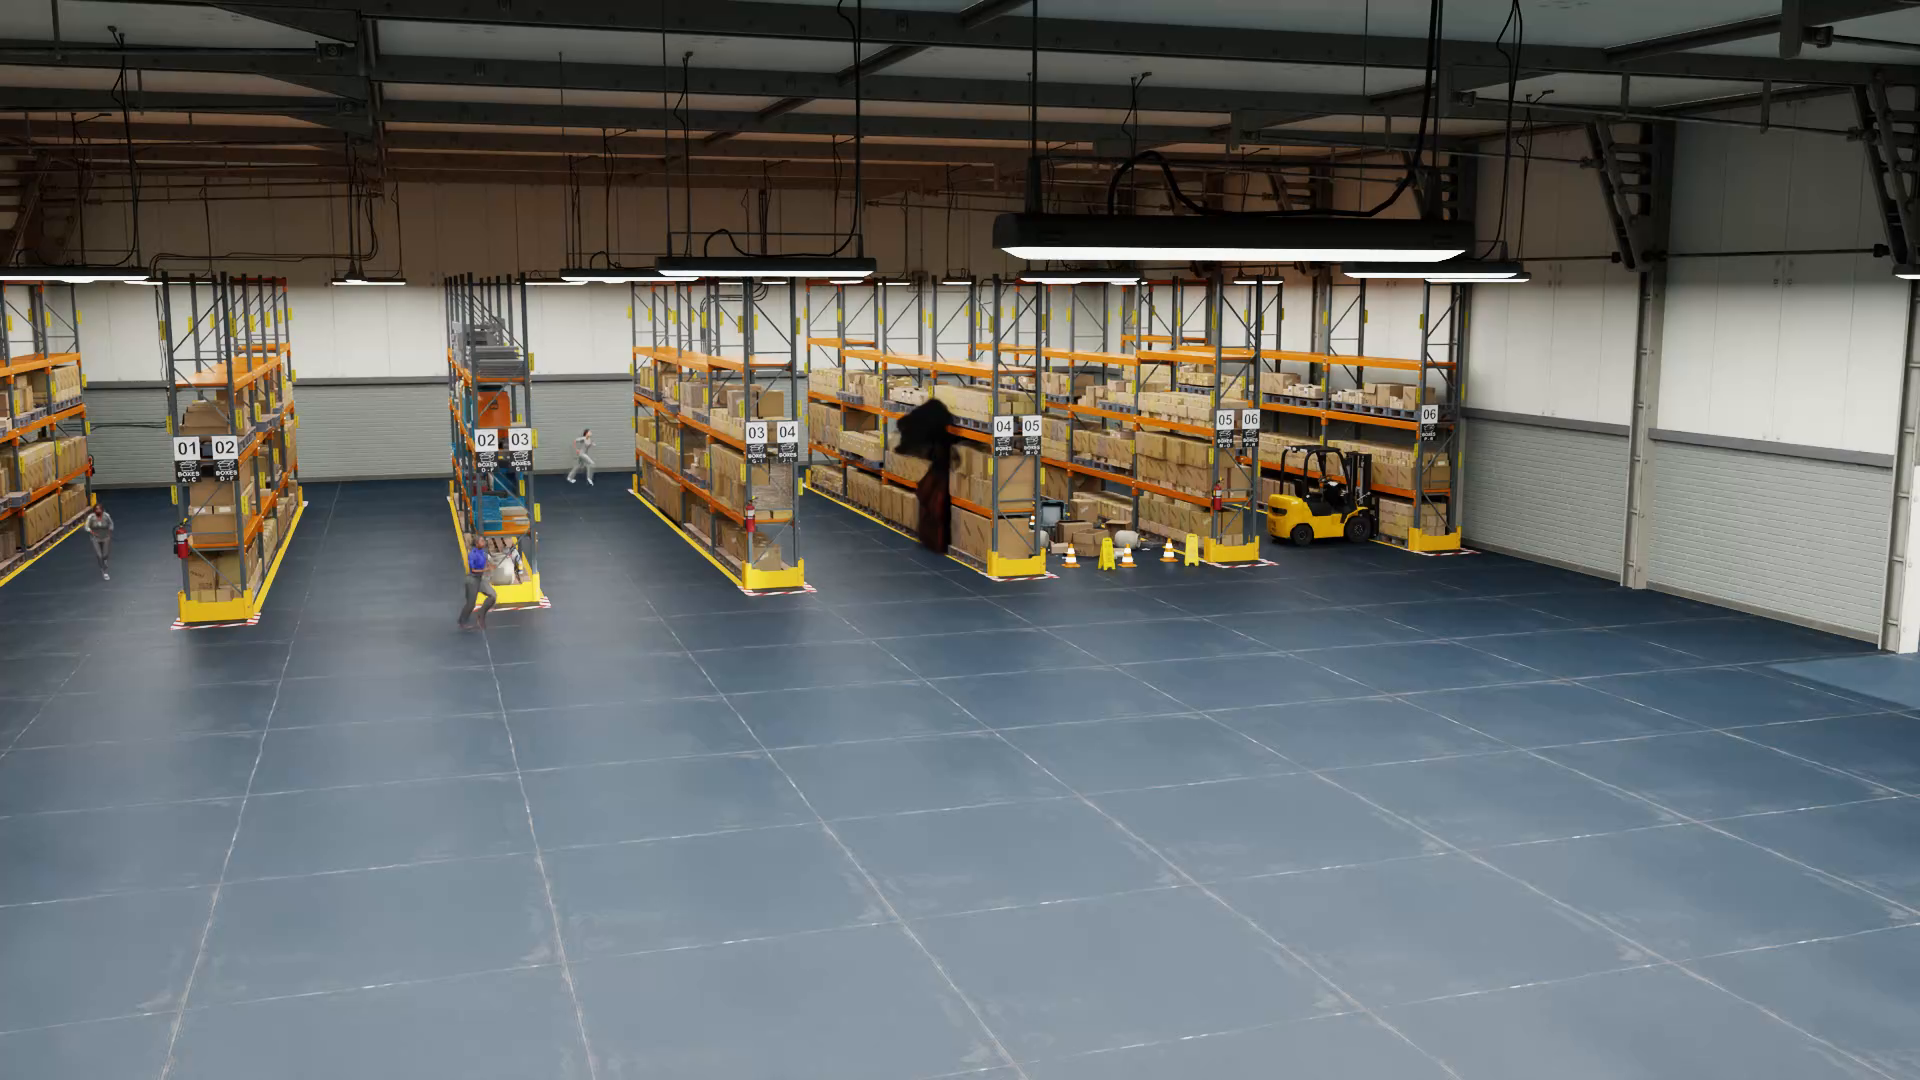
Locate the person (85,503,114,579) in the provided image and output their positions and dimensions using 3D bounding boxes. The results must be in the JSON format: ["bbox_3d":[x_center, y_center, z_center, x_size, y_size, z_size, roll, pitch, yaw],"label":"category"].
[{"bbox_3d":[-17.062,0.012,33.018,0.507,1.539,0.688,-5,10,-28],"label":"person"}]

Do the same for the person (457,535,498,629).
[{"bbox_3d":[-8.111,0.708,27.923,0.781,1.615,0.606,1,9,8],"label":"person"}]

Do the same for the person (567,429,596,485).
[{"bbox_3d":[-11.115,-2.435,48.775,0.922,1.661,0.563,1,9,5],"label":"person"}]
